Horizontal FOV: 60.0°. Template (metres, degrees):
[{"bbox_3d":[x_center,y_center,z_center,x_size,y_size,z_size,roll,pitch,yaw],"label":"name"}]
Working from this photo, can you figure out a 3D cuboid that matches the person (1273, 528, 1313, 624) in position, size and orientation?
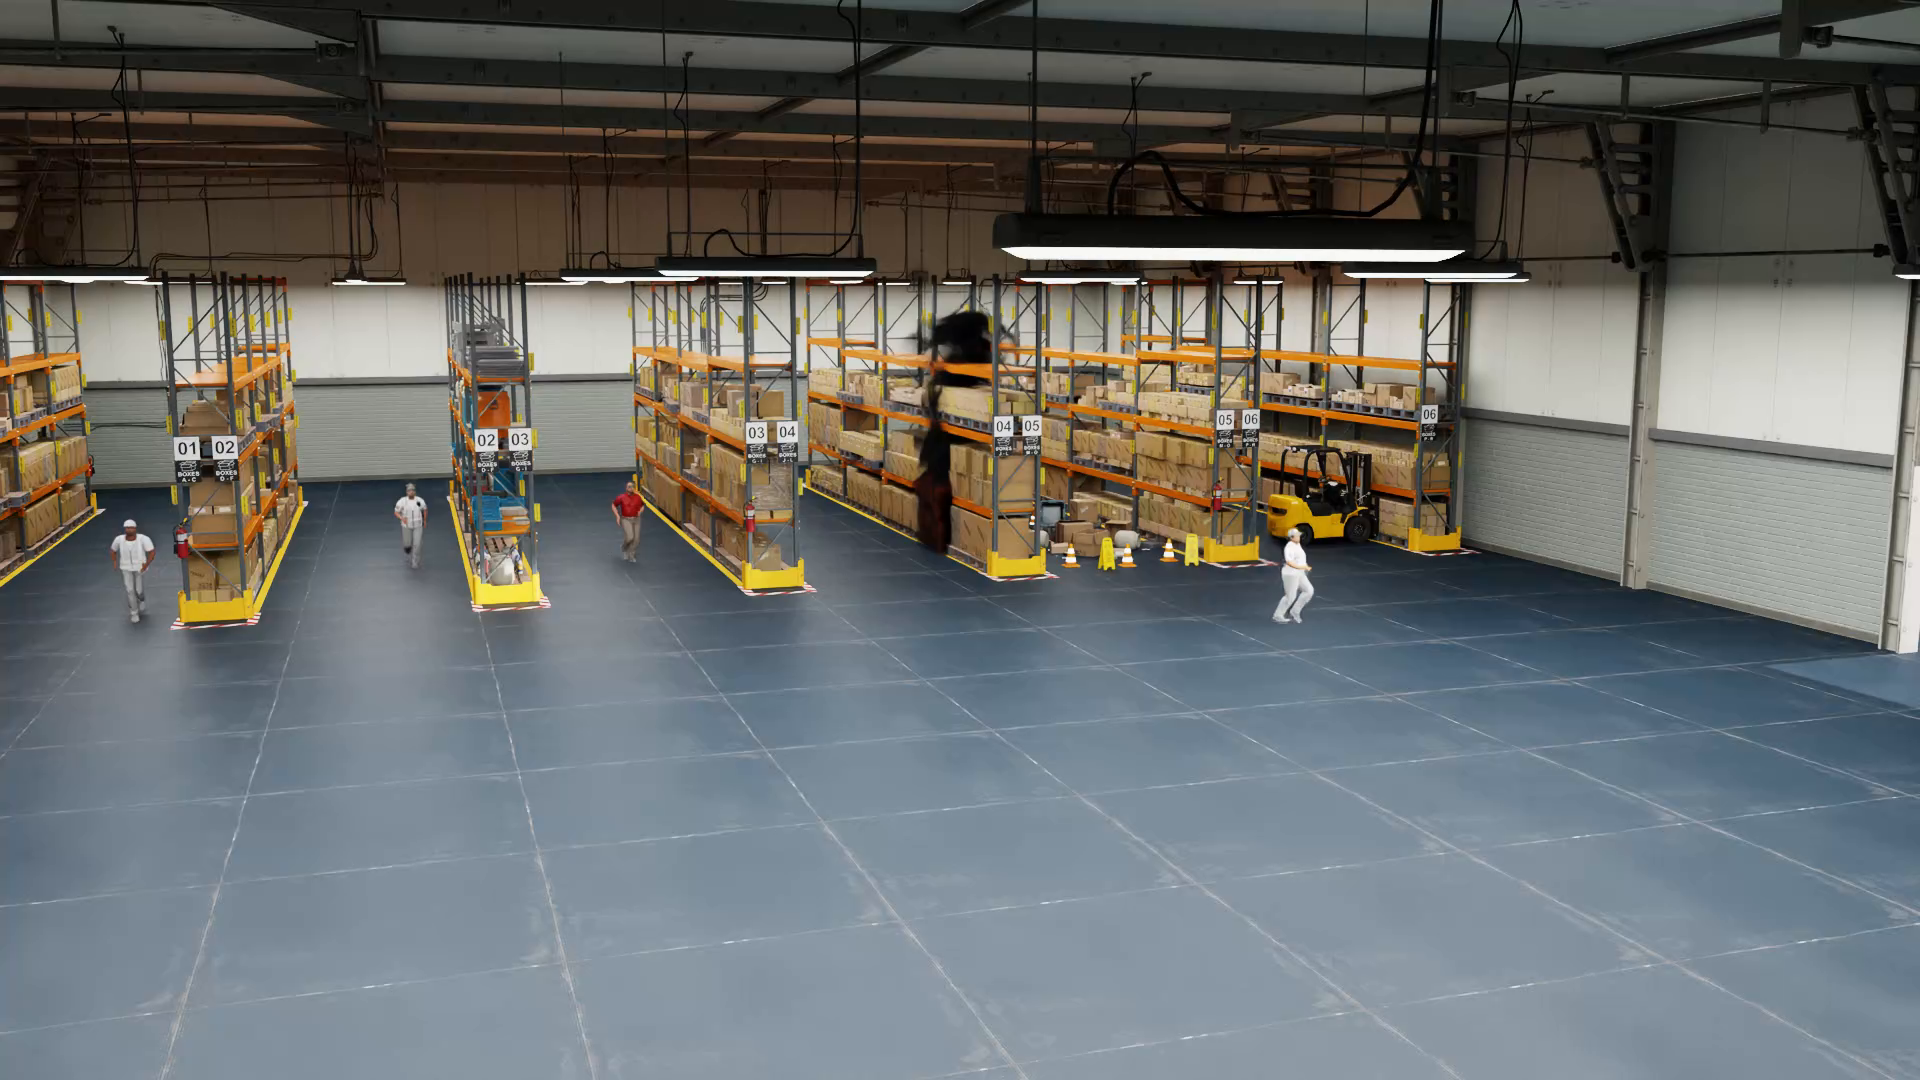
[{"bbox_3d":[5.733,0.624,28.567,0.646,1.666,0.605,5,10,29],"label":"person"}]

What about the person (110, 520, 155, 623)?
[{"bbox_3d":[-14.403,0.511,28.984,0.710,1.769,0.849,-3,9,-20],"label":"person"}]

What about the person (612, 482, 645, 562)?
[{"bbox_3d":[-6.894,-0.369,34.892,0.651,1.684,0.602,-5,10,-32],"label":"person"}]

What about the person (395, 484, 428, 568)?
[{"bbox_3d":[-11.303,-0.304,34.326,0.664,1.737,0.678,-4,9,-24],"label":"person"}]
